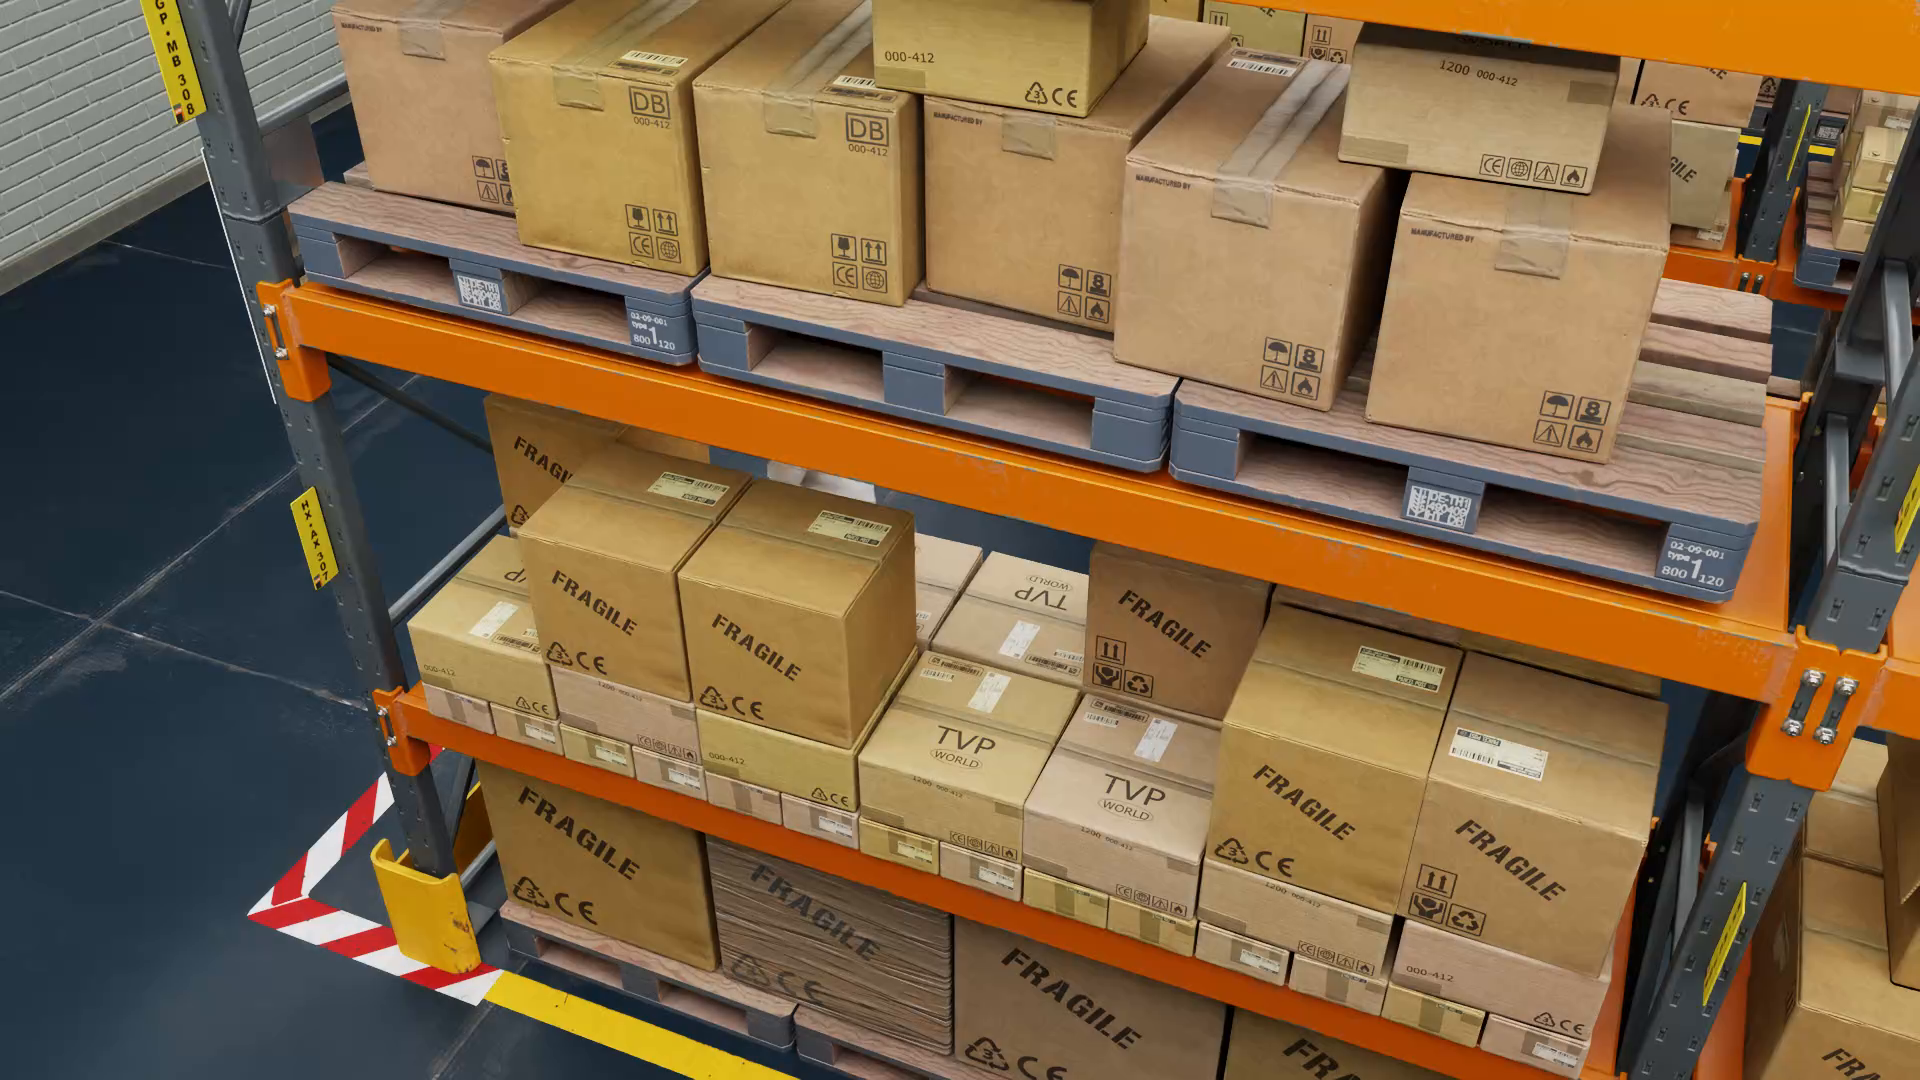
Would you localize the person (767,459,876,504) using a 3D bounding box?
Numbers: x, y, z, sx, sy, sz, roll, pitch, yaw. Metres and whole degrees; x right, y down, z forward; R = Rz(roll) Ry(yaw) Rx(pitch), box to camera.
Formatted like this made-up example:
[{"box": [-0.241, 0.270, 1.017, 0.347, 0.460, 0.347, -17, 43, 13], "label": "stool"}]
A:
[{"box": [-0.624, -0.082, 7.040, 0.503, 1.672, 0.607, 14, 39, 18], "label": "person"}]
